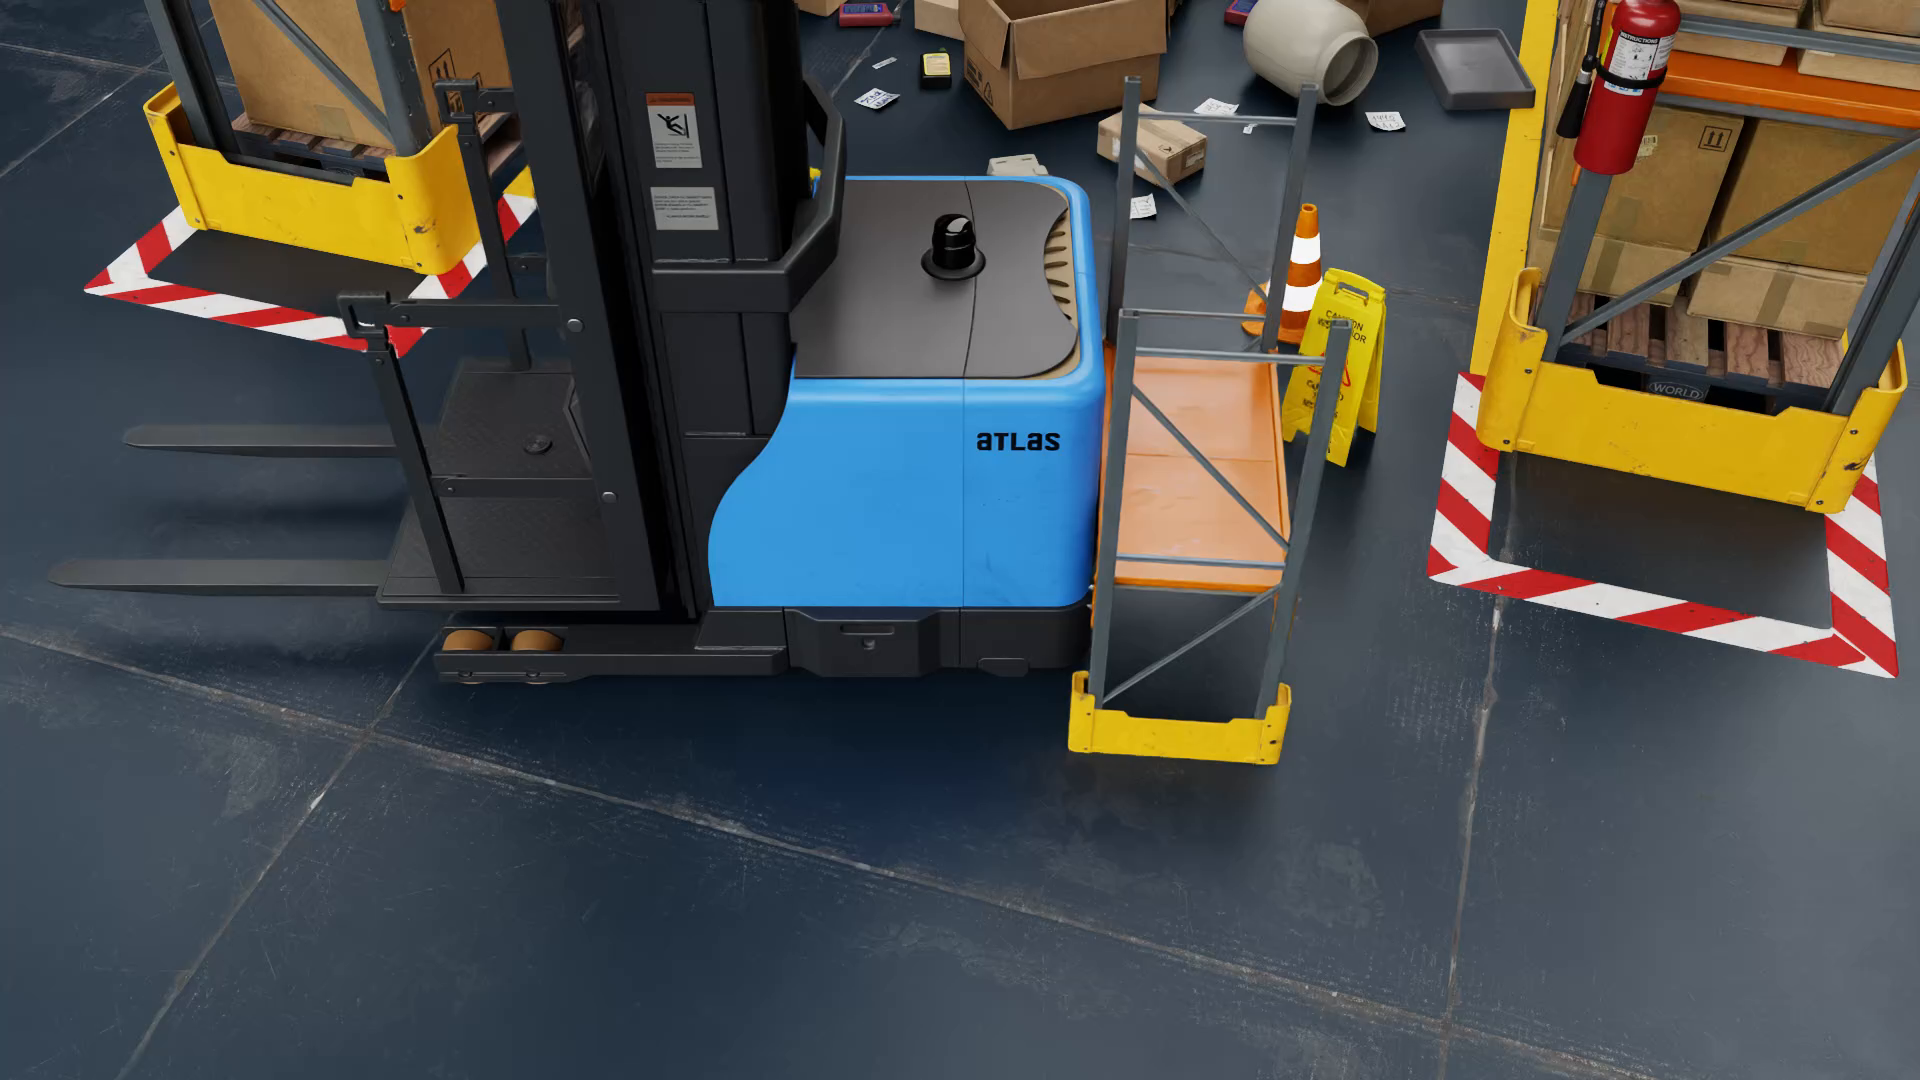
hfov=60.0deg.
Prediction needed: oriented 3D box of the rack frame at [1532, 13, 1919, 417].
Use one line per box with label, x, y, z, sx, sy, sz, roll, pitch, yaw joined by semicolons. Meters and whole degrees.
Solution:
rack frame;2.310;-1.332;4.466;1.000;3.000;0.127;13;46;13

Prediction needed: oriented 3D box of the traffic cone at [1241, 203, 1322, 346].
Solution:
traffic cone;1.211;-0.985;5.925;0.336;0.463;0.334;13;46;13

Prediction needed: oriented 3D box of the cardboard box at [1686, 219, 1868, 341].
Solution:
cardboard box;2.818;-0.978;5.770;0.500;0.250;0.500;12;46;12

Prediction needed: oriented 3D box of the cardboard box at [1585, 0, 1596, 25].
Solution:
cardboard box;2.352;-1.847;5.658;0.380;0.149;0.250;14;46;14

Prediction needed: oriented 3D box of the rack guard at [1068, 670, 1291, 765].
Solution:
rack guard;0.596;0.490;4.571;0.587;0.250;0.087;3;44;3

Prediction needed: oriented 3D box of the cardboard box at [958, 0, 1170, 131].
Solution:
cardboard box;0.429;-2.146;7.084;0.797;0.503;0.637;-16;47;-16

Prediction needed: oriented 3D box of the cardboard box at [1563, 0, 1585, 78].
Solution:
cardboard box;2.619;-2.040;6.319;0.500;0.500;0.500;12;46;12

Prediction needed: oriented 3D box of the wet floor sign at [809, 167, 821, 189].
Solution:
wet floor sign;-0.560;-1.033;5.844;0.267;0.644;0.232;5;45;5

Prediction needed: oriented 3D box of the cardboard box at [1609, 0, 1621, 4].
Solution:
cardboard box;2.191;-1.729;5.052;0.380;0.149;0.250;12;46;12

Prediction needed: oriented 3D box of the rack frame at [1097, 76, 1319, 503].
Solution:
rack frame;0.679;-0.652;4.844;0.500;1.500;0.032;3;44;3

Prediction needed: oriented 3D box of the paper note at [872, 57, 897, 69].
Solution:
paper note;-0.336;-2.128;7.418;0.123;0.001;0.032;-33;53;-29

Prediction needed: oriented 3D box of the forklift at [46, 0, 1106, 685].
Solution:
forklift;-1.133;-1.000;4.176;3.031;2.935;1.130;0;44;0

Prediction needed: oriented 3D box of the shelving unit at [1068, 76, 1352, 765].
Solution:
shelving unit;0.638;-0.304;4.488;0.587;1.500;1.083;3;44;3

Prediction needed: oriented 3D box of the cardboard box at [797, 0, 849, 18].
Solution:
cardboard box;-0.719;-2.834;7.787;0.500;0.500;0.500;20;48;19

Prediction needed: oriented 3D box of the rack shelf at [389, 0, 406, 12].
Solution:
rack shelf;-1.832;-3.389;7.083;1.077;0.370;4.000;13;46;13

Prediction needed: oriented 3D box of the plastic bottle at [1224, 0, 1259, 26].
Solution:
plastic bottle;1.343;-2.485;7.745;0.133;0.061;0.283;20;48;19

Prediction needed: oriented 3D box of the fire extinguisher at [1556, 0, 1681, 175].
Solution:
fire extinguisher;1.836;-1.325;4.515;0.296;0.674;0.183;13;46;13

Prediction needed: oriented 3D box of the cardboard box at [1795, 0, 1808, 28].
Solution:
cardboard box;2.673;-1.596;4.916;0.380;0.149;0.250;13;46;13

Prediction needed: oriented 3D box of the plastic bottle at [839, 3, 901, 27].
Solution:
plastic bottle;-0.415;-2.427;7.687;0.283;0.061;0.133;-2;44;-2

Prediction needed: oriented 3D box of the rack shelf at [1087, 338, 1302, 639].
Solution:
rack shelf;0.637;-0.169;4.608;0.538;0.185;1.000;3;44;3

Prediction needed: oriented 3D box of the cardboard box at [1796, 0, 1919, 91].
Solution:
cardboard box;2.610;-1.424;4.741;0.380;0.149;0.250;13;46;13

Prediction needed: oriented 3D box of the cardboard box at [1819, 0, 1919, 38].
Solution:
cardboard box;2.718;-1.731;4.590;0.500;0.500;0.500;12;46;12

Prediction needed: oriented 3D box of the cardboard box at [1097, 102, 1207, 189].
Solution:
cardboard box;0.782;-1.614;6.793;0.250;0.149;0.380;-33;53;-29

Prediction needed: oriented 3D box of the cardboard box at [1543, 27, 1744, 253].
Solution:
cardboard box;2.304;-1.356;5.621;0.500;0.500;0.500;13;46;13

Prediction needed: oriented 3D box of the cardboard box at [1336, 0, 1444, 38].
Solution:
cardboard box;1.900;-2.679;7.629;0.500;0.500;0.500;-24;49;-22

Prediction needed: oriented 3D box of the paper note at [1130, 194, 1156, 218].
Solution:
paper note;0.699;-1.322;6.579;0.148;0.019;0.142;-2;44;-2

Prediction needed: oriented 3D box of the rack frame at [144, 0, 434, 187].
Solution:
rack frame;-2.438;-2.313;5.469;1.000;3.000;0.127;13;46;13

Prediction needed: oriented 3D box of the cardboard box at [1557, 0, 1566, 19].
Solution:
cardboard box;2.935;-2.471;7.296;0.500;0.250;0.500;15;46;15

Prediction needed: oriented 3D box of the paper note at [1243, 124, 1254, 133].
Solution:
paper note;1.224;-1.752;7.033;0.032;0.001;0.123;13;46;13

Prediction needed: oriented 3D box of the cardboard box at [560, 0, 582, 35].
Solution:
cardboard box;-2.031;-2.756;7.141;0.875;0.875;0.875;12;46;12

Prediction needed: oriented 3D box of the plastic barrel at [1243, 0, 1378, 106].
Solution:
plastic barrel;1.493;-2.108;7.102;0.421;0.421;0.512;-24;49;-22

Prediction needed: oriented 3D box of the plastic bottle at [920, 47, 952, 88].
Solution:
plastic bottle;-0.108;-2.091;7.343;0.133;0.061;0.283;-2;44;-2

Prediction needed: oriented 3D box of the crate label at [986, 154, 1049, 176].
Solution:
crate label;0.229;-1.414;6.597;0.250;0.136;0.298;-9;45;-9

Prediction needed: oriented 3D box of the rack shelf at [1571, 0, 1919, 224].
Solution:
rack shelf;2.916;-2.408;6.080;1.077;0.370;4.000;13;46;13

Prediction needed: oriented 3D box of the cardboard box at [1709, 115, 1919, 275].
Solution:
cardboard box;2.825;-1.262;5.525;0.500;0.500;0.500;11;45;11

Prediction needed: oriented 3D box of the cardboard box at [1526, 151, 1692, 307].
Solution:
cardboard box;2.306;-1.111;5.906;0.500;0.250;0.500;12;46;12

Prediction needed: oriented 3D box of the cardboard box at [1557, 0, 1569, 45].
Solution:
cardboard box;2.777;-2.117;6.934;0.500;0.250;0.500;12;46;12

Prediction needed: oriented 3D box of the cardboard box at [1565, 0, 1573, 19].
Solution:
cardboard box;2.776;-2.393;6.680;0.500;0.500;0.500;15;46;15

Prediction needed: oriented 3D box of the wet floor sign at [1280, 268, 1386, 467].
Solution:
wet floor sign;1.233;-0.590;5.392;0.267;0.644;0.232;28;51;26

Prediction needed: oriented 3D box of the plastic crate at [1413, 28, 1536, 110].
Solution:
plastic crate;2.265;-2.081;7.320;0.402;0.080;0.583;-2;44;-2

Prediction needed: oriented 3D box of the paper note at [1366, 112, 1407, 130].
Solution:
paper note;1.807;-1.784;7.051;0.142;0.019;0.148;-2;44;-2

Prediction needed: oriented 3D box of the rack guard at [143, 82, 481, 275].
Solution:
rack guard;-2.445;-1.403;6.327;1.175;0.500;0.348;13;46;13

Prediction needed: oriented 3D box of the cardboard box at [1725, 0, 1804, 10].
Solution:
cardboard box;2.212;-1.894;4.756;0.500;0.500;0.500;12;46;12

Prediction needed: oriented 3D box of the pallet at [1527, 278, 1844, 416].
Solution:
pallet;2.613;-0.920;6.039;1.003;0.211;1.213;13;46;13

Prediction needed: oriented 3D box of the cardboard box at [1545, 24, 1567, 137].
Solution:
cardboard box;2.616;-1.788;6.599;0.500;0.250;0.500;11;45;11

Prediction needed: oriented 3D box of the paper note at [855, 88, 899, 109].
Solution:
paper note;-0.358;-1.909;7.180;0.144;0.017;0.142;28;51;26

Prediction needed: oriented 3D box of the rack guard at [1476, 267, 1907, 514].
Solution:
rack guard;2.333;-0.489;5.392;1.175;0.500;0.348;13;46;13

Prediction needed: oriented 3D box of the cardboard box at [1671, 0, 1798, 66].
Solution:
cardboard box;2.220;-1.536;4.855;0.380;0.149;0.250;14;46;14

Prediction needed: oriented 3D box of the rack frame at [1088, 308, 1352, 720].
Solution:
rack frame;0.595;0.057;4.120;0.500;1.500;0.032;3;44;3

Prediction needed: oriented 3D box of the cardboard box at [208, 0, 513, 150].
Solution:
cardboard box;-2.296;-2.169;6.541;0.875;0.875;0.875;13;46;13

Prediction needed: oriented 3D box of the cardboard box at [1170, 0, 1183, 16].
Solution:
cardboard box;0.705;-2.820;7.675;0.797;0.637;0.503;13;46;13

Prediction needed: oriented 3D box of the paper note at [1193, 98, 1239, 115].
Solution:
paper note;1.100;-1.852;7.129;0.148;0.019;0.142;28;51;26

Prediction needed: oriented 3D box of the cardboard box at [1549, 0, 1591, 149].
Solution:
cardboard box;2.459;-1.705;5.977;0.500;0.500;0.500;14;46;14

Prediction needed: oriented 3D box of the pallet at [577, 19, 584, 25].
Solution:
pallet;-1.899;-2.676;7.834;1.003;0.211;1.213;13;46;13

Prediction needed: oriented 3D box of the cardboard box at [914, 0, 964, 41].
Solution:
cardboard box;0.008;-2.466;7.580;0.396;0.266;0.258;20;48;19

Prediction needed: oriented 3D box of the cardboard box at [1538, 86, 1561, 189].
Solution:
cardboard box;2.463;-1.438;6.241;0.500;0.250;0.500;13;46;13

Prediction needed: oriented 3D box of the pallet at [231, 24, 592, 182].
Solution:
pallet;-2.270;-1.865;7.006;1.003;0.211;1.213;13;46;13
